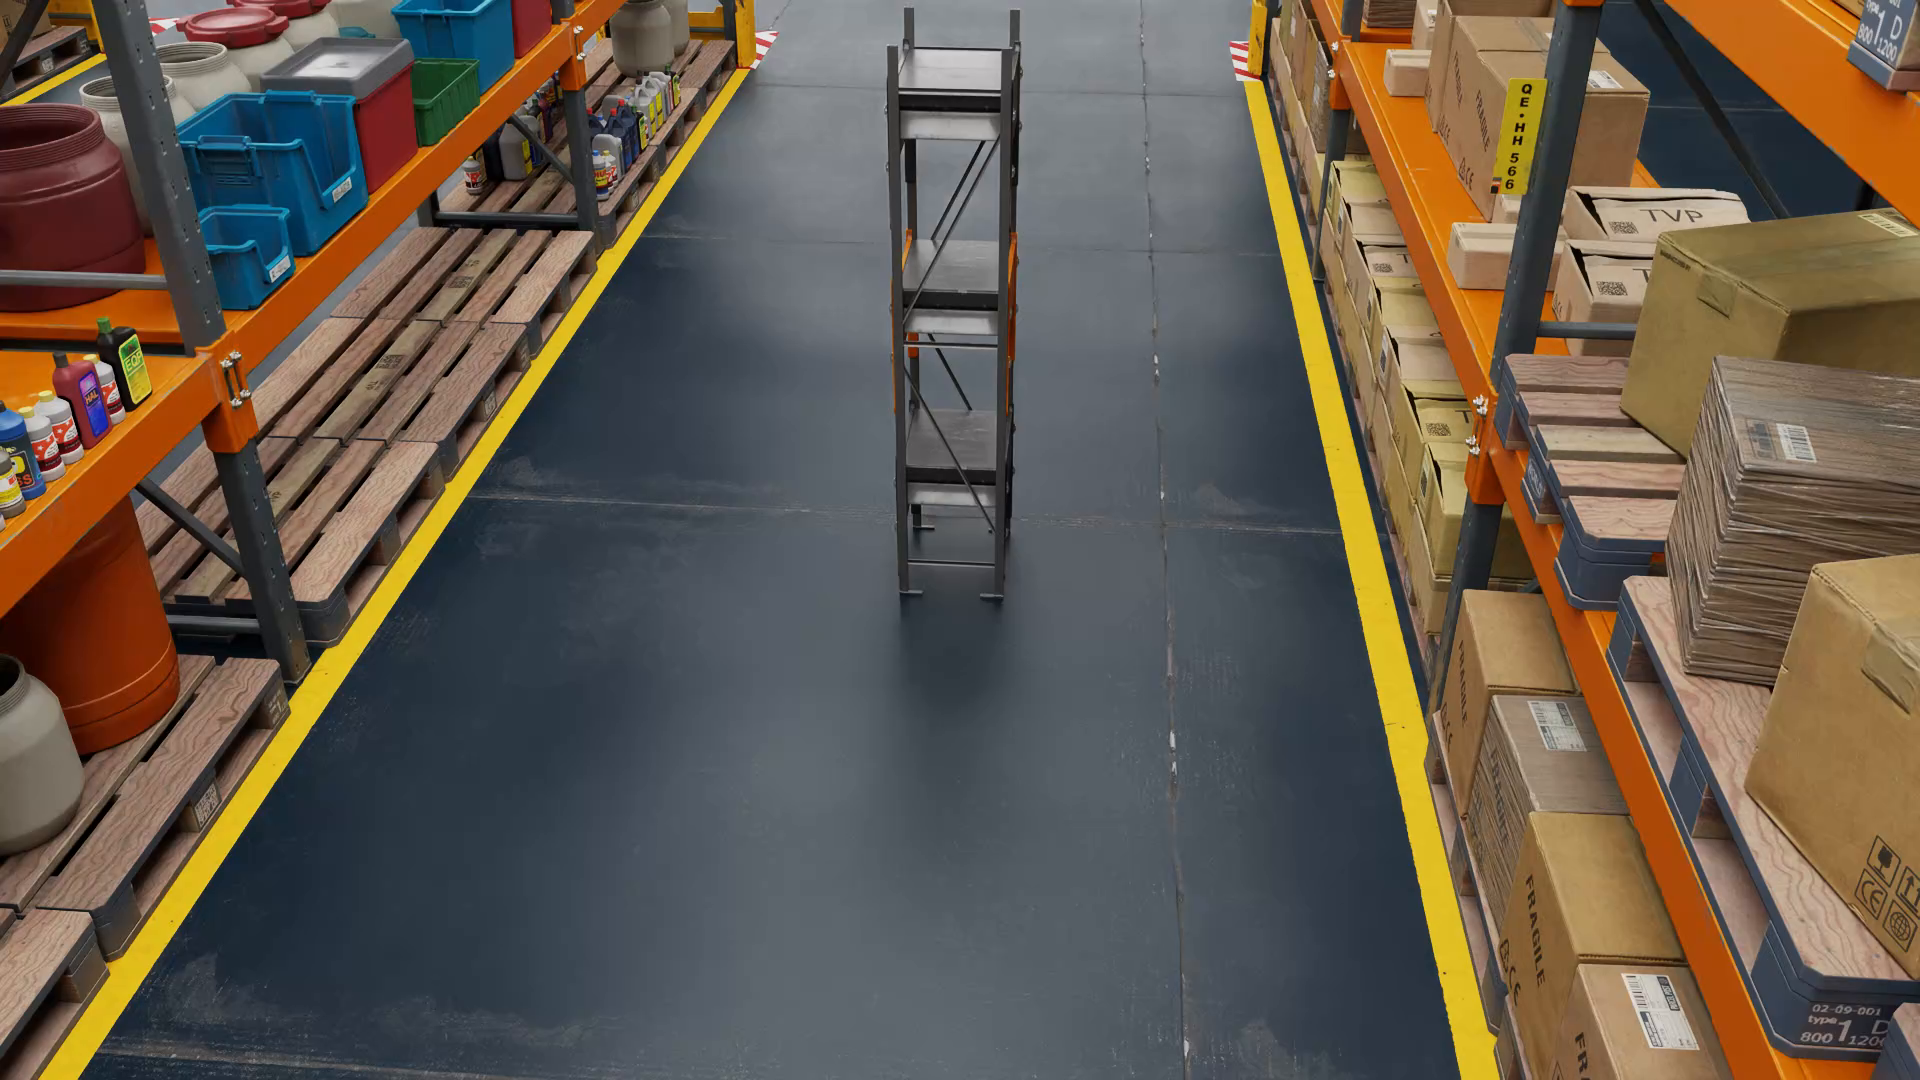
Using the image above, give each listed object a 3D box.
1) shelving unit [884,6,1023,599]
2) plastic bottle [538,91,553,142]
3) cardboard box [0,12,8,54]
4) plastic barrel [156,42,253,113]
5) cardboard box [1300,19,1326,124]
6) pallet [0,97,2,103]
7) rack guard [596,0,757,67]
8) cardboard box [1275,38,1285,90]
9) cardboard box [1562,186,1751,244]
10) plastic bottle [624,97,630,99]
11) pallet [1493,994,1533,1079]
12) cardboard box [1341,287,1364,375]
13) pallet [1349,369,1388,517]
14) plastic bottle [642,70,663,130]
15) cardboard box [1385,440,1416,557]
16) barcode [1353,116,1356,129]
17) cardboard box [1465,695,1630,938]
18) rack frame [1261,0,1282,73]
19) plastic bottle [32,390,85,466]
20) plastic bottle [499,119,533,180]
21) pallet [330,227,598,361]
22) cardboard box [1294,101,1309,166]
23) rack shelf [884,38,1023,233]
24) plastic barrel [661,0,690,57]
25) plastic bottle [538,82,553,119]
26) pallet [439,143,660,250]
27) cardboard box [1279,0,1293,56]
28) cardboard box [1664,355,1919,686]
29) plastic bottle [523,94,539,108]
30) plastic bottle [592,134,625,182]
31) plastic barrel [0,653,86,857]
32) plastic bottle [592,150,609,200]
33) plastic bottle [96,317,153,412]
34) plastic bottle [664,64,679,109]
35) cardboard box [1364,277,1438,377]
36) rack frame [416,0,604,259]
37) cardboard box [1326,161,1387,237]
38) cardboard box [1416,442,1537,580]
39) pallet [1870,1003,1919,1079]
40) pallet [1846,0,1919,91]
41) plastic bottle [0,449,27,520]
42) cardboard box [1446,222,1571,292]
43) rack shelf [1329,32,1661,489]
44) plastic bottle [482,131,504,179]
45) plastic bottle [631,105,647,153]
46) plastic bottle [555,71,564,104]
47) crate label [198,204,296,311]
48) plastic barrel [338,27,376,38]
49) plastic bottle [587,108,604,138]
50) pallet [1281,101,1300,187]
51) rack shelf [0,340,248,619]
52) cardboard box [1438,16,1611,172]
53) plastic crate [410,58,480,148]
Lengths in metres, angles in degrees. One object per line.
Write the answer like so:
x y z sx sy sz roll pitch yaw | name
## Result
-0.013 -0.807 6.059 0.431 2.100 0.503 2 32 4 | shelving unit
-2.586 -2.631 10.330 0.061 0.283 0.133 2 32 4 | plastic bottle
-7.210 -3.679 11.843 0.500 0.500 0.500 11 33 17 | cardboard box
-2.937 -1.624 6.420 0.421 0.512 0.421 0 32 0 | plastic barrel
2.329 -2.789 9.923 0.500 0.500 0.500 2 32 4 | cardboard box
-7.337 -2.918 11.283 1.003 0.211 1.213 2 32 4 | pallet
-2.150 -3.887 12.580 1.175 0.500 0.348 2 32 4 | rack guard
2.443 -3.255 11.393 0.500 0.250 0.500 2 32 4 | cardboard box
2.360 -1.017 5.627 0.500 0.311 0.500 2 32 3 | cardboard box
-2.096 -2.702 10.523 0.097 0.201 0.097 0 32 0 | plastic bottle
1.894 1.616 3.926 1.003 0.211 1.213 2 32 4 | pallet
2.058 -0.957 7.665 0.500 0.250 0.500 2 32 2 | cardboard box
2.302 -0.474 7.318 1.003 0.211 1.213 2 32 4 | pallet
-1.972 -2.783 10.513 0.144 0.351 0.185 4 32 6 | plastic bottle
1.932 -0.159 6.370 0.500 0.250 0.500 2 32 3 | cardboard box
1.984 -2.104 8.353 0.001 0.075 0.075 2 32 4 | barcode
1.735 0.781 4.587 0.500 0.500 0.500 1 32 2 | cardboard box
2.745 -4.779 11.646 1.000 3.000 0.127 2 32 4 | rack frame
-2.497 -0.315 4.591 0.097 0.201 0.097 0 32 0 | plastic bottle
-2.608 -2.304 9.734 0.144 0.351 0.185 2 32 4 | plastic bottle
-2.542 -1.302 8.661 1.003 0.211 1.213 2 32 4 | pallet
2.316 -2.471 10.120 0.500 0.250 0.500 2 32 4 | cardboard box
-0.014 -1.392 5.699 0.431 0.518 0.480 2 32 4 | rack shelf
-2.169 -3.765 11.971 0.421 0.512 0.421 0 32 0 | plastic barrel
-2.685 -2.852 10.700 0.097 0.271 0.097 0 32 0 | plastic bottle
-2.421 -2.063 9.897 1.003 0.211 1.213 2 32 4 | pallet
2.441 -3.574 11.196 0.500 0.500 0.500 2 32 4 | cardboard box
1.890 -0.013 3.416 0.700 0.500 0.500 8 33 13 | cardboard box
-2.693 -2.632 10.338 0.152 0.276 0.135 3 32 5 | plastic bottle
-2.055 -2.247 9.714 0.152 0.276 0.135 4 32 6 | plastic bottle
-2.822 0.627 4.845 0.421 0.512 0.421 0 32 0 | plastic barrel
-2.054 -2.075 9.439 0.097 0.271 0.097 0 32 0 | plastic bottle
-2.450 -0.530 4.862 0.061 0.283 0.133 2 32 4 | plastic bottle
-1.895 -2.983 10.900 0.061 0.283 0.133 3 32 5 | plastic bottle
2.014 -0.925 7.078 0.500 0.311 0.500 3 32 5 | cardboard box
-2.517 -2.901 8.598 1.000 3.000 0.127 2 32 4 | rack frame
2.138 -1.729 8.383 0.500 0.311 0.500 3 32 4 | cardboard box
1.891 -0.127 5.783 0.500 0.311 0.500 3 32 5 | cardboard box
1.942 1.164 2.185 1.003 0.211 1.213 2 32 4 | pallet
1.973 -0.582 2.155 1.213 0.211 1.003 2 32 4 | pallet
-2.520 -0.162 4.343 0.097 0.201 0.097 0 32 0 | plastic bottle
1.892 -0.971 5.706 0.380 0.149 0.250 2 32 4 | cardboard box
2.257 -1.335 6.744 1.077 0.370 4.000 2 32 4 | rack shelf
-2.752 -2.310 9.744 0.144 0.351 0.185 2 32 3 | plastic bottle
-1.967 -2.520 10.149 0.061 0.283 0.133 4 32 6 | plastic bottle
-2.658 -3.000 11.006 0.097 0.201 0.097 0 32 0 | plastic bottle
-2.435 -0.942 5.580 0.303 0.233 0.416 2 32 4 | crate label
-2.778 -2.157 7.522 0.301 0.262 0.301 0 32 0 | plastic barrel
-2.181 -2.371 9.844 0.144 0.351 0.185 2 32 4 | plastic bottle
2.623 -2.554 10.693 1.003 0.211 1.213 2 32 4 | pallet
-3.005 0.543 3.696 1.077 0.370 4.000 2 32 4 | rack shelf
2.257 -1.792 6.703 0.500 0.500 0.500 3 32 4 | cardboard box
-2.377 -1.888 7.157 0.450 0.188 0.662 2 32 4 | plastic crate
